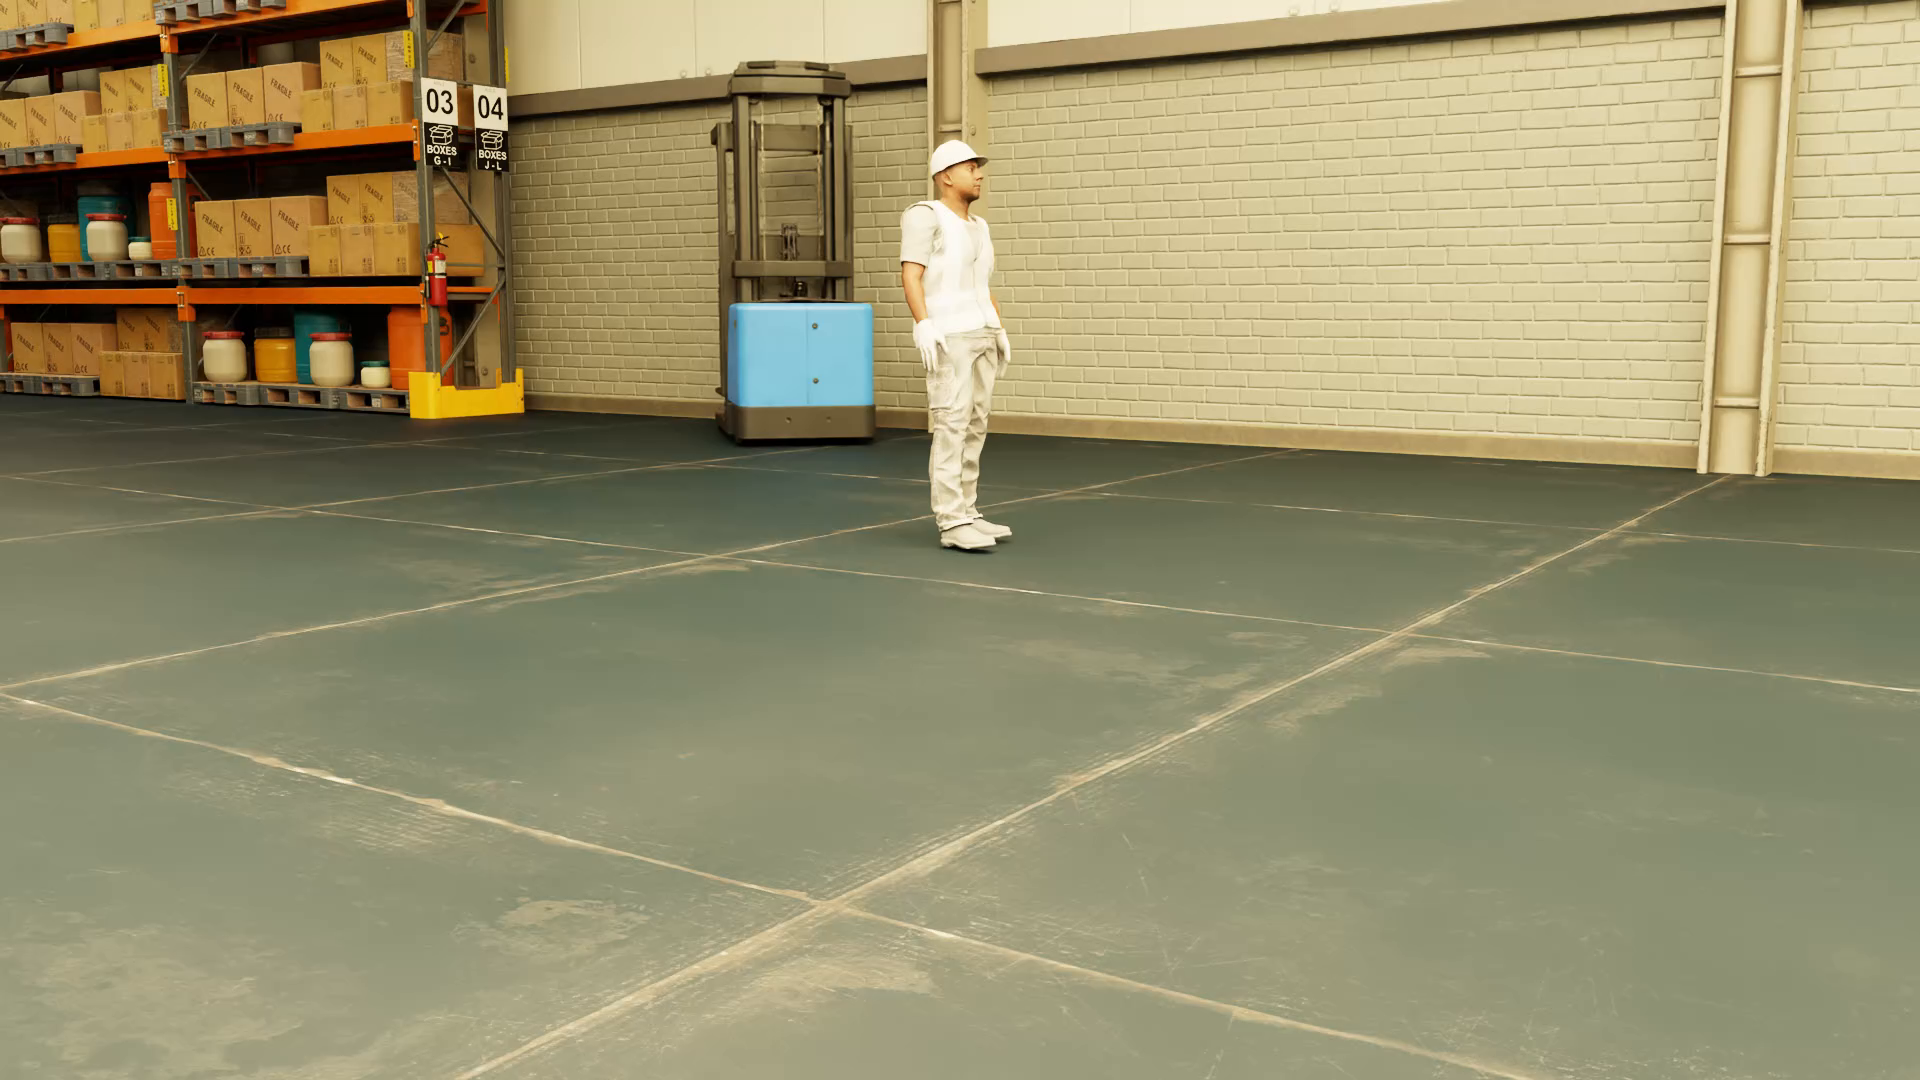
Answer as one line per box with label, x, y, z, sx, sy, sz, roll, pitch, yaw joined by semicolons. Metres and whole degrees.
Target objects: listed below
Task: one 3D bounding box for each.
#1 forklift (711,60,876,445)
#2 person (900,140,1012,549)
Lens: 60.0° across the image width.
forklift;-1.457;-2.349;13.712;1.130;2.935;3.031;-2;8;-12
person;0.055;-0.884;7.430;0.575;1.785;0.657;5;10;34
